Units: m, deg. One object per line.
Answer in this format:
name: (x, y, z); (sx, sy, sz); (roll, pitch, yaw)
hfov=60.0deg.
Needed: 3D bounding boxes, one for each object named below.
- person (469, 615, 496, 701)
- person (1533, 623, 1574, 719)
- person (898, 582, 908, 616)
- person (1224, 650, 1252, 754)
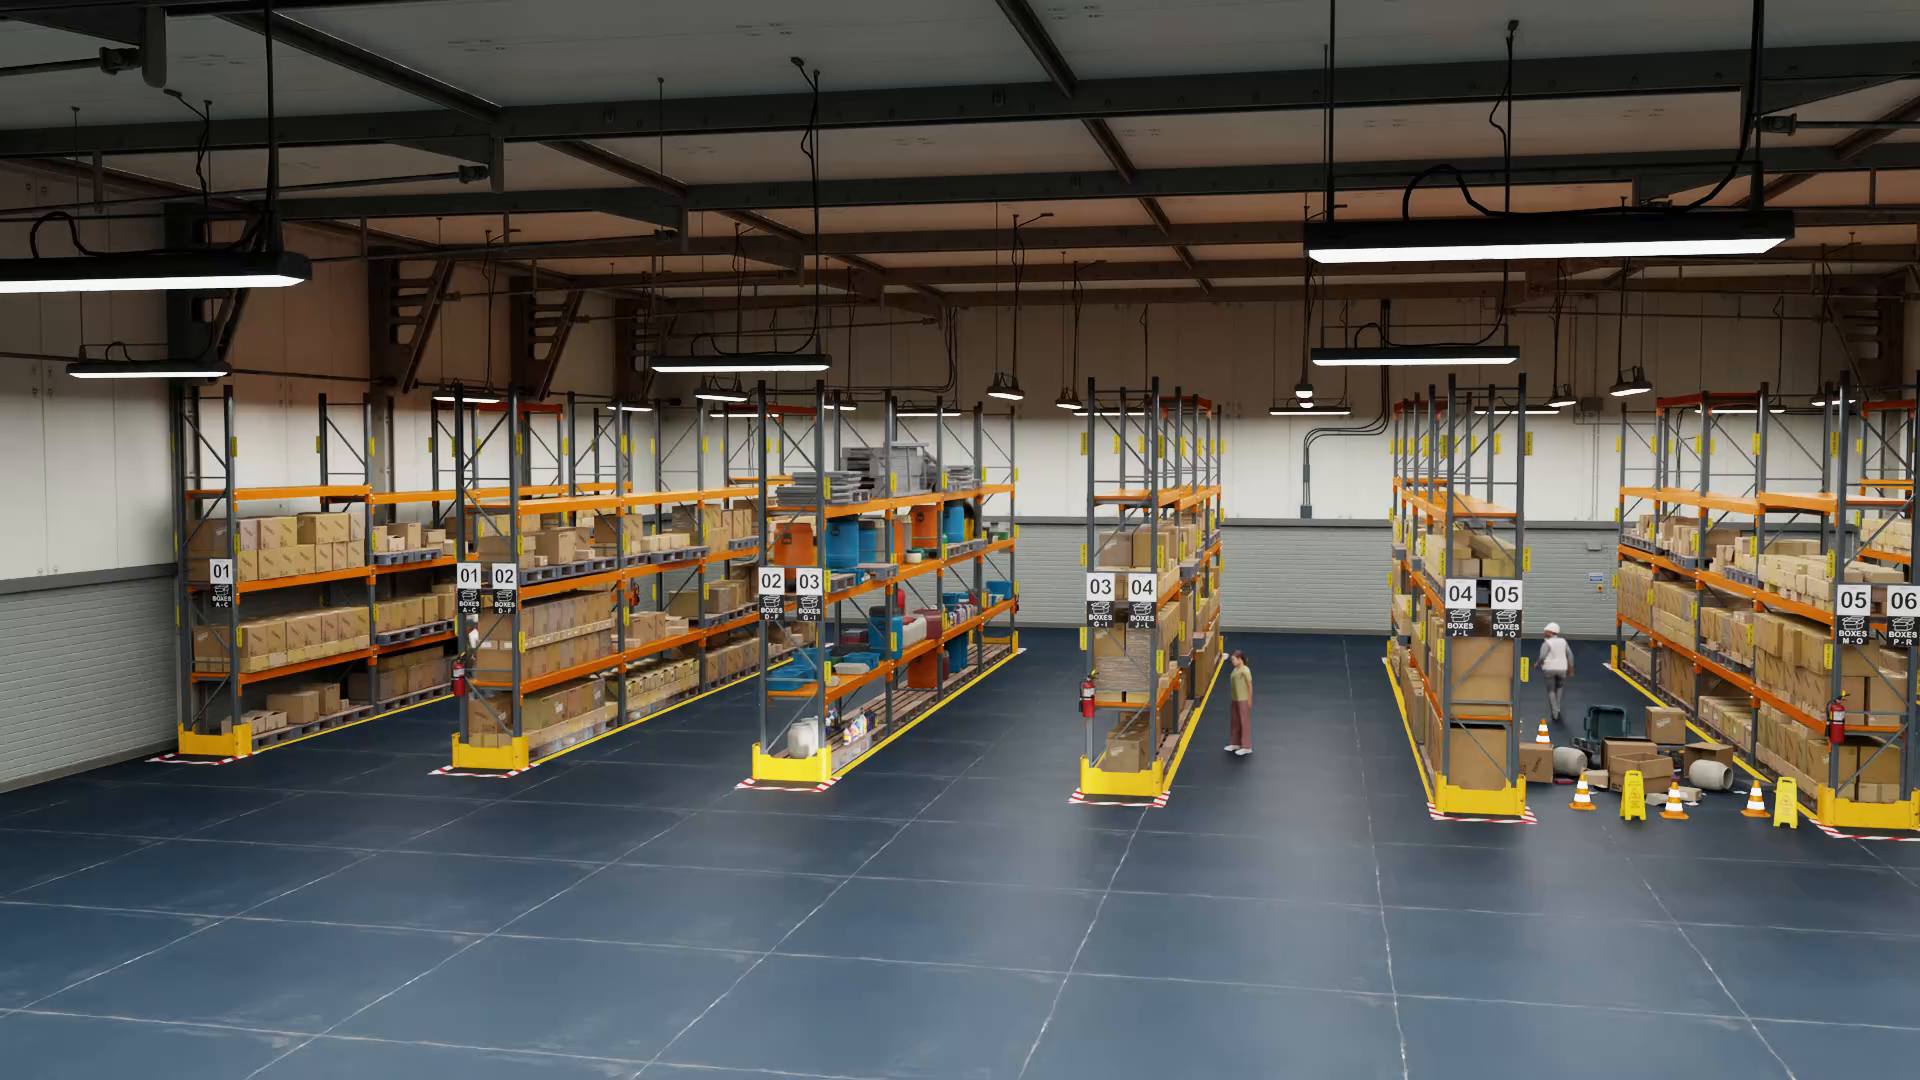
person: (-9.243, 2.339, 32.183); (0.457, 1.815, 0.670); (1, 3, 20)
person: (10.998, 2.439, 30.747); (0.697, 1.795, 0.667); (1, 3, 9)
person: (-1.557, 1.847, 41.217); (0.568, 1.749, 0.396); (-3, 4, -43)
person: (4.556, 2.636, 27.215); (0.386, 1.674, 0.530); (-1, 3, -18)
